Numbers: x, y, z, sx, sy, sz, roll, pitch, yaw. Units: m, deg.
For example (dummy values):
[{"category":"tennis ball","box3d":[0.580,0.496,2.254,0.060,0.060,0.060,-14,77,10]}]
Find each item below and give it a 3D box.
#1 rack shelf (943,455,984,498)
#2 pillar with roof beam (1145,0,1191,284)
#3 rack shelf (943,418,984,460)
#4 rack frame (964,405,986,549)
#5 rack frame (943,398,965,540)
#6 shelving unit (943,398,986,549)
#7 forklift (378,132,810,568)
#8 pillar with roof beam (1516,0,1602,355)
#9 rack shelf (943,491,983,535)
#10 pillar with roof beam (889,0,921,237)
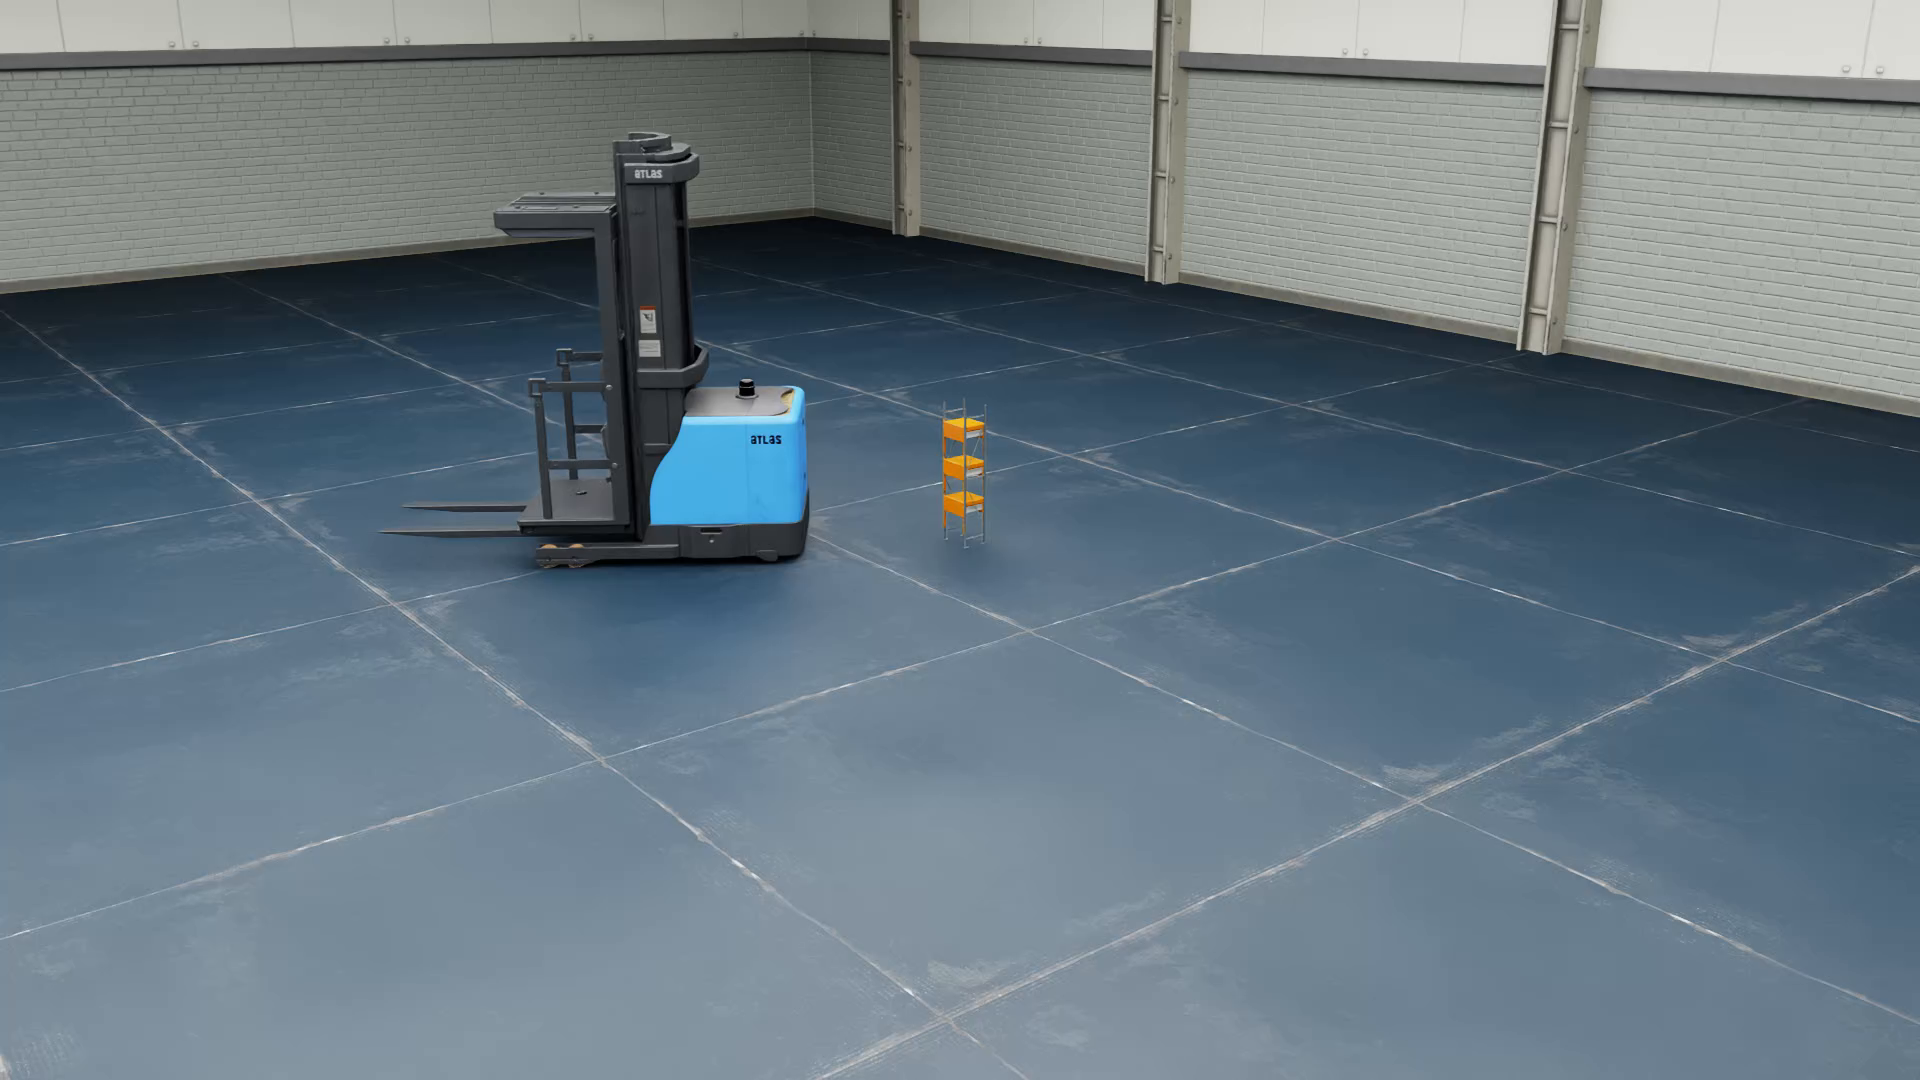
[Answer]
[{"category":"rack shelf","box3d":[0.033,-0.475,12.161,0.215,0.259,0.240,-14,23,-36]},{"category":"pillar with roof beam","box3d":[-0.541,-7.055,19.354,9.100,9.000,0.400,-14,23,-36]},{"category":"rack shelf","box3d":[0.033,-0.745,12.072,0.215,0.259,0.240,-14,23,-36]},{"category":"rack frame","box3d":[0.109,-0.455,12.067,0.200,1.050,0.008,-14,23,-36]},{"category":"rack frame","box3d":[-0.043,-0.515,12.248,0.200,1.050,0.008,-14,23,-36]},{"category":"shelving unit","box3d":[0.033,-0.485,12.158,0.215,1.050,0.252,-14,23,-36]},{"category":"forklift","box3d":[-2.645,-1.361,11.809,3.031,2.935,1.130,-1,18,-2]},{"category":"pillar with roof beam","box3d":[3.184,-5.577,14.889,9.100,9.000,0.400,-14,23,-36]},{"category":"rack shelf","box3d":[0.033,-0.211,12.248,0.215,0.259,0.240,-14,23,-36]},{"category":"pillar with roof beam","box3d":[-4.266,-8.534,23.819,9.100,9.000,0.400,-14,23,-36]}]
